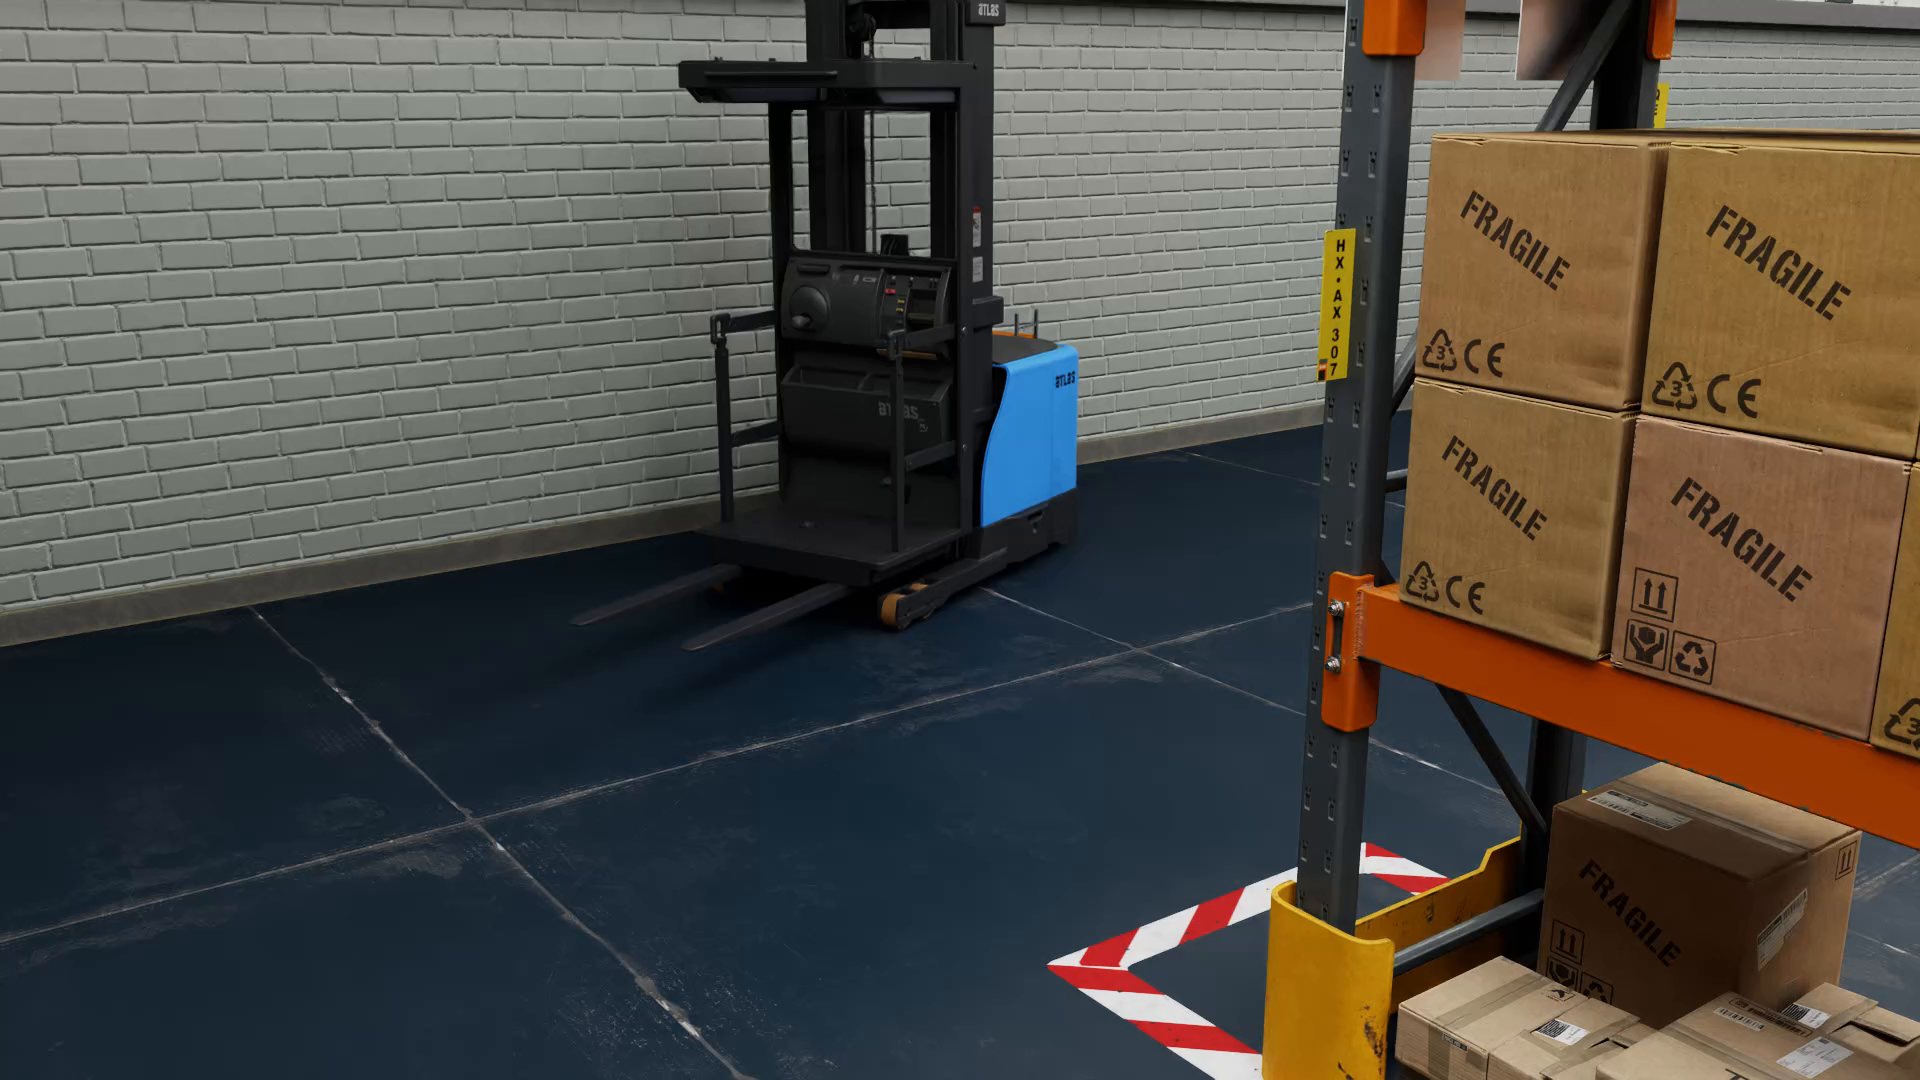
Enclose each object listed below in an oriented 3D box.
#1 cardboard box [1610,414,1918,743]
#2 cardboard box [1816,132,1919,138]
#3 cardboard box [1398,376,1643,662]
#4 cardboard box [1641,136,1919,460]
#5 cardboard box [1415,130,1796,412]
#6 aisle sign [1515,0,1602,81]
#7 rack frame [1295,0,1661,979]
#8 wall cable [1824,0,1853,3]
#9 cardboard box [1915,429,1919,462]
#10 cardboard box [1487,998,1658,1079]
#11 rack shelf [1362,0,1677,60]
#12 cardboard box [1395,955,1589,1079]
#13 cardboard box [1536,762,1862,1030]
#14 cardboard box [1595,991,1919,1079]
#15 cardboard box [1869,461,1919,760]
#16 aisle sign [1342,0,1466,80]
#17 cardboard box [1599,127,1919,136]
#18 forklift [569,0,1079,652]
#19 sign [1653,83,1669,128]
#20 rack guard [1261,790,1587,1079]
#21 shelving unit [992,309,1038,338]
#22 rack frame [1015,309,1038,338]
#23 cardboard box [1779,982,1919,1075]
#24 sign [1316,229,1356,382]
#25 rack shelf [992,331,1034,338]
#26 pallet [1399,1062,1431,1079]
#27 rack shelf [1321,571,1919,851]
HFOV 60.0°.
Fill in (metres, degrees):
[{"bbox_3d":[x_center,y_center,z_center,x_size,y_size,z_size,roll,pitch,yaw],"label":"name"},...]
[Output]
[{"bbox_3d":[1.615,0.019,3.134,0.500,0.500,0.500,-11,19,-35],"label":"cardboard box"},{"bbox_3d":[2.042,-0.548,3.312,0.500,0.500,0.500,-10,18,-33],"label":"cardboard box"},{"bbox_3d":[1.307,-0.090,3.533,0.500,0.500,0.500,-10,18,-33],"label":"cardboard box"},{"bbox_3d":[1.621,-0.462,2.998,0.500,0.500,0.500,-11,19,-34],"label":"cardboard box"},{"bbox_3d":[1.307,-0.572,3.401,0.500,0.500,0.500,-10,18,-33],"label":"cardboard box"},{"bbox_3d":[1.468,-1.493,3.926,0.394,0.787,0.004,-11,19,-35],"label":"aisle sign"},{"bbox_3d":[1.260,-0.177,4.042,1.000,3.000,0.127,-11,19,-35],"label":"rack frame"},{"bbox_3d":[8.738,-7.902,14.807,2.277,5.999,0.120,-11,19,-35],"label":"wall cable"},{"bbox_3d":[1.911,-0.354,2.605,0.500,0.500,0.500,-11,19,-34],"label":"cardboard box"},{"bbox_3d":[1.375,1.173,3.642,0.380,0.166,0.250,-11,19,-35],"label":"cardboard box"},{"bbox_3d":[2.436,-0.850,2.181,1.077,0.370,4.000,-11,19,-35],"label":"rack shelf"},{"bbox_3d":[1.228,1.128,3.839,0.380,0.149,0.250,-11,19,-35],"label":"cardboard box"},{"bbox_3d":[1.779,0.894,4.030,0.500,0.500,0.500,-11,19,-35],"label":"cardboard box"},{"bbox_3d":[1.644,1.204,3.372,0.500,0.250,0.500,-11,19,-35],"label":"cardboard box"},{"bbox_3d":[1.908,0.127,2.741,0.500,0.500,0.500,-11,19,-35],"label":"cardboard box"},{"bbox_3d":[0.982,-1.400,3.586,0.394,0.787,0.004,-11,19,-35],"label":"aisle sign"},{"bbox_3d":[1.744,-0.656,3.706,0.500,0.500,0.500,-11,19,-35],"label":"cardboard box"},{"bbox_3d":[-0.562,-1.144,7.705,1.130,2.935,3.031,9,18,30],"label":"forklift"},{"bbox_3d":[1.721,-0.970,4.147,0.100,0.325,0.005,-11,19,-35],"label":"sign"},{"bbox_3d":[1.305,1.044,4.313,1.175,0.500,0.348,-11,19,-35],"label":"rack guard"},{"bbox_3d":[0.156,-0.707,9.387,0.503,1.200,0.258,9,18,30],"label":"shelving unit"},{"bbox_3d":[0.365,-0.674,9.265,0.015,1.200,0.240,9,18,30],"label":"rack frame"},{"bbox_3d":[1.944,1.155,3.707,0.380,0.166,0.250,-11,19,-35],"label":"cardboard box"},{"bbox_3d":[0.821,-0.511,3.620,0.100,0.325,0.005,-11,19,-35],"label":"sign"},{"bbox_3d":[0.156,-1.086,9.283,0.480,0.148,0.258,9,18,30],"label":"rack shelf"},{"bbox_3d":[1.774,1.354,3.730,1.003,0.211,1.213,-11,19,-35],"label":"pallet"},{"bbox_3d":[2.436,0.597,2.577,1.077,0.370,4.000,-11,19,-35],"label":"rack shelf"}]
